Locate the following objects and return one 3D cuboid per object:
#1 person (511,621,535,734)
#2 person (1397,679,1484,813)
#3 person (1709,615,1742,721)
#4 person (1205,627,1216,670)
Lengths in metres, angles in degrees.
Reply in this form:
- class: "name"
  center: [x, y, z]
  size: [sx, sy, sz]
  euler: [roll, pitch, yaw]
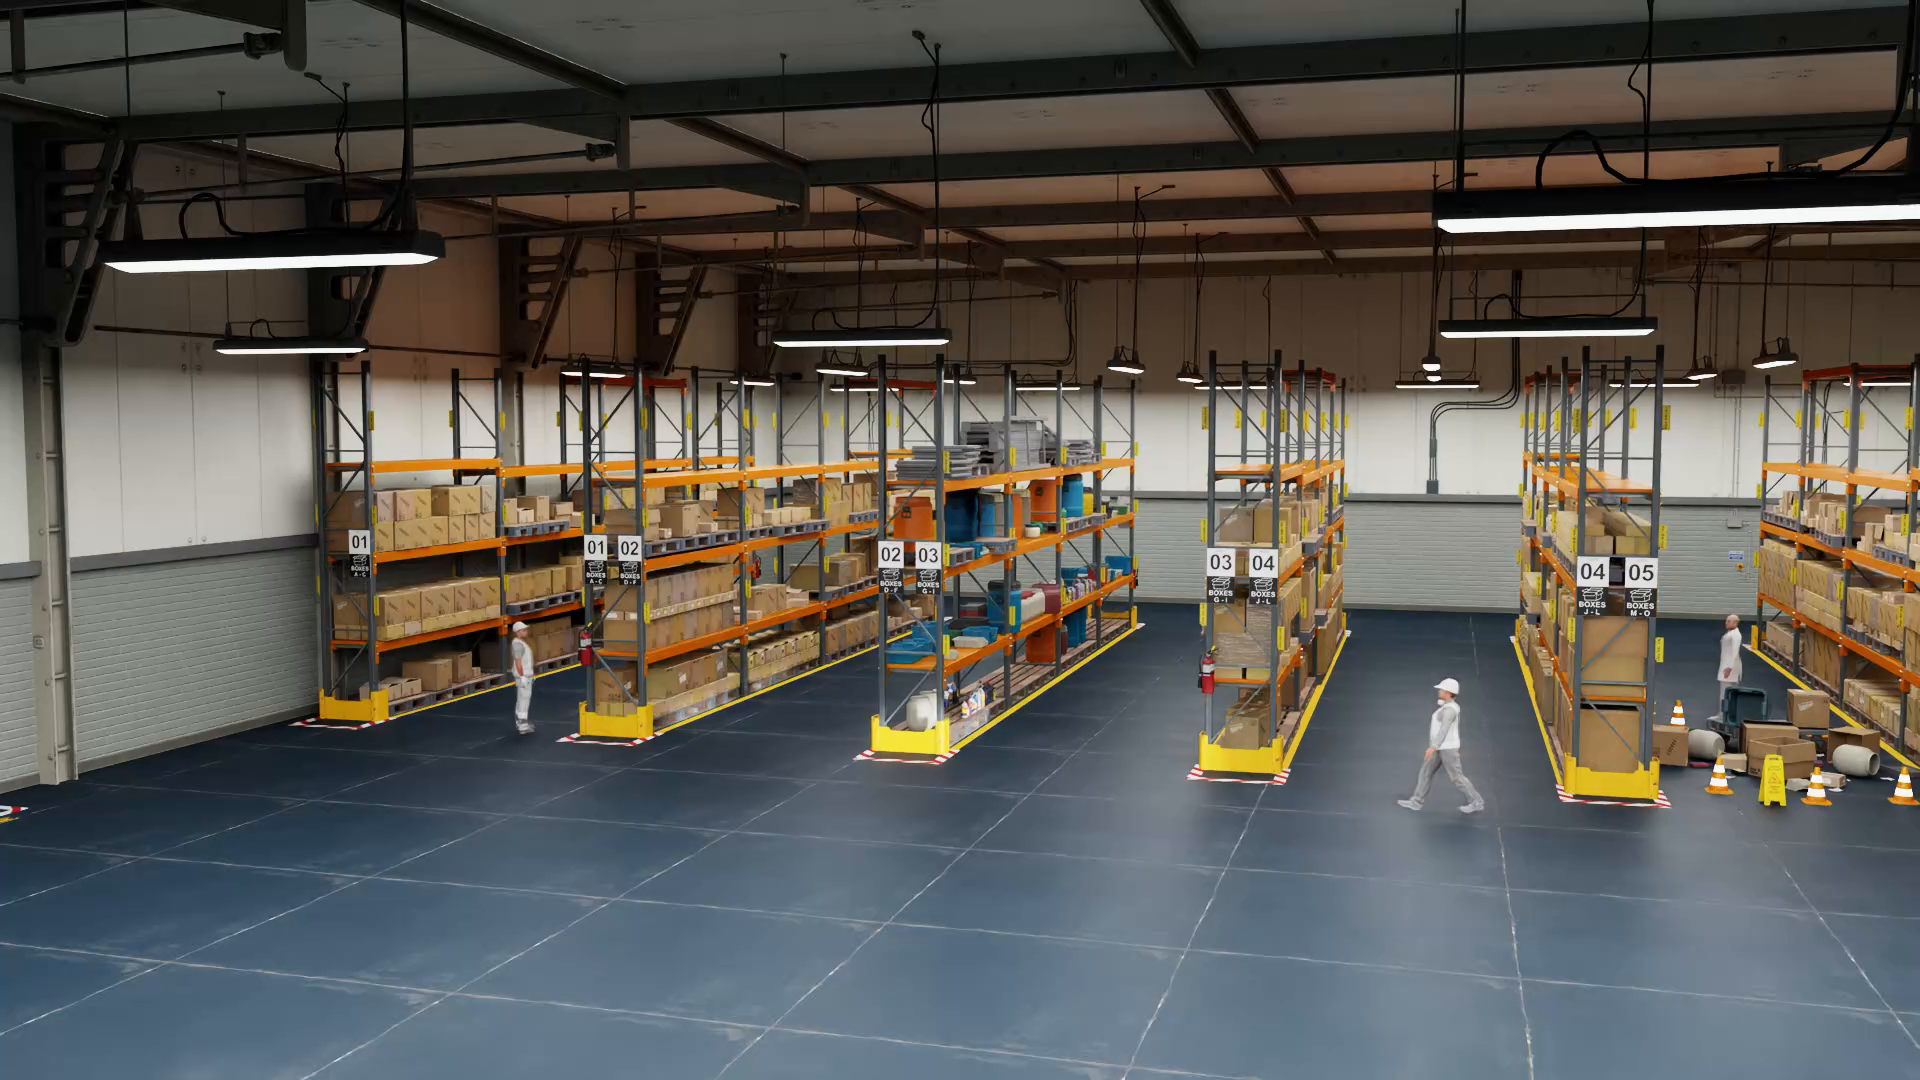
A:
- class: "person"
  center: [-6.997, 2.195, 26.666]
  size: [0.403, 1.793, 0.605]
  euler: [-2, 4, -23]
- class: "person"
  center: [6.130, 2.626, 21.134]
  size: [1.024, 1.733, 0.524]
  euler: [0, 4, 2]
- class: "person"
  center: [12.842, 2.136, 27.788]
  size: [0.457, 1.781, 0.633]
  euler: [3, 5, 40]
- class: "person"
  center: [5.128, 1.934, 33.560]
  size: [0.450, 1.328, 0.823]
  euler: [1, 4, 16]
